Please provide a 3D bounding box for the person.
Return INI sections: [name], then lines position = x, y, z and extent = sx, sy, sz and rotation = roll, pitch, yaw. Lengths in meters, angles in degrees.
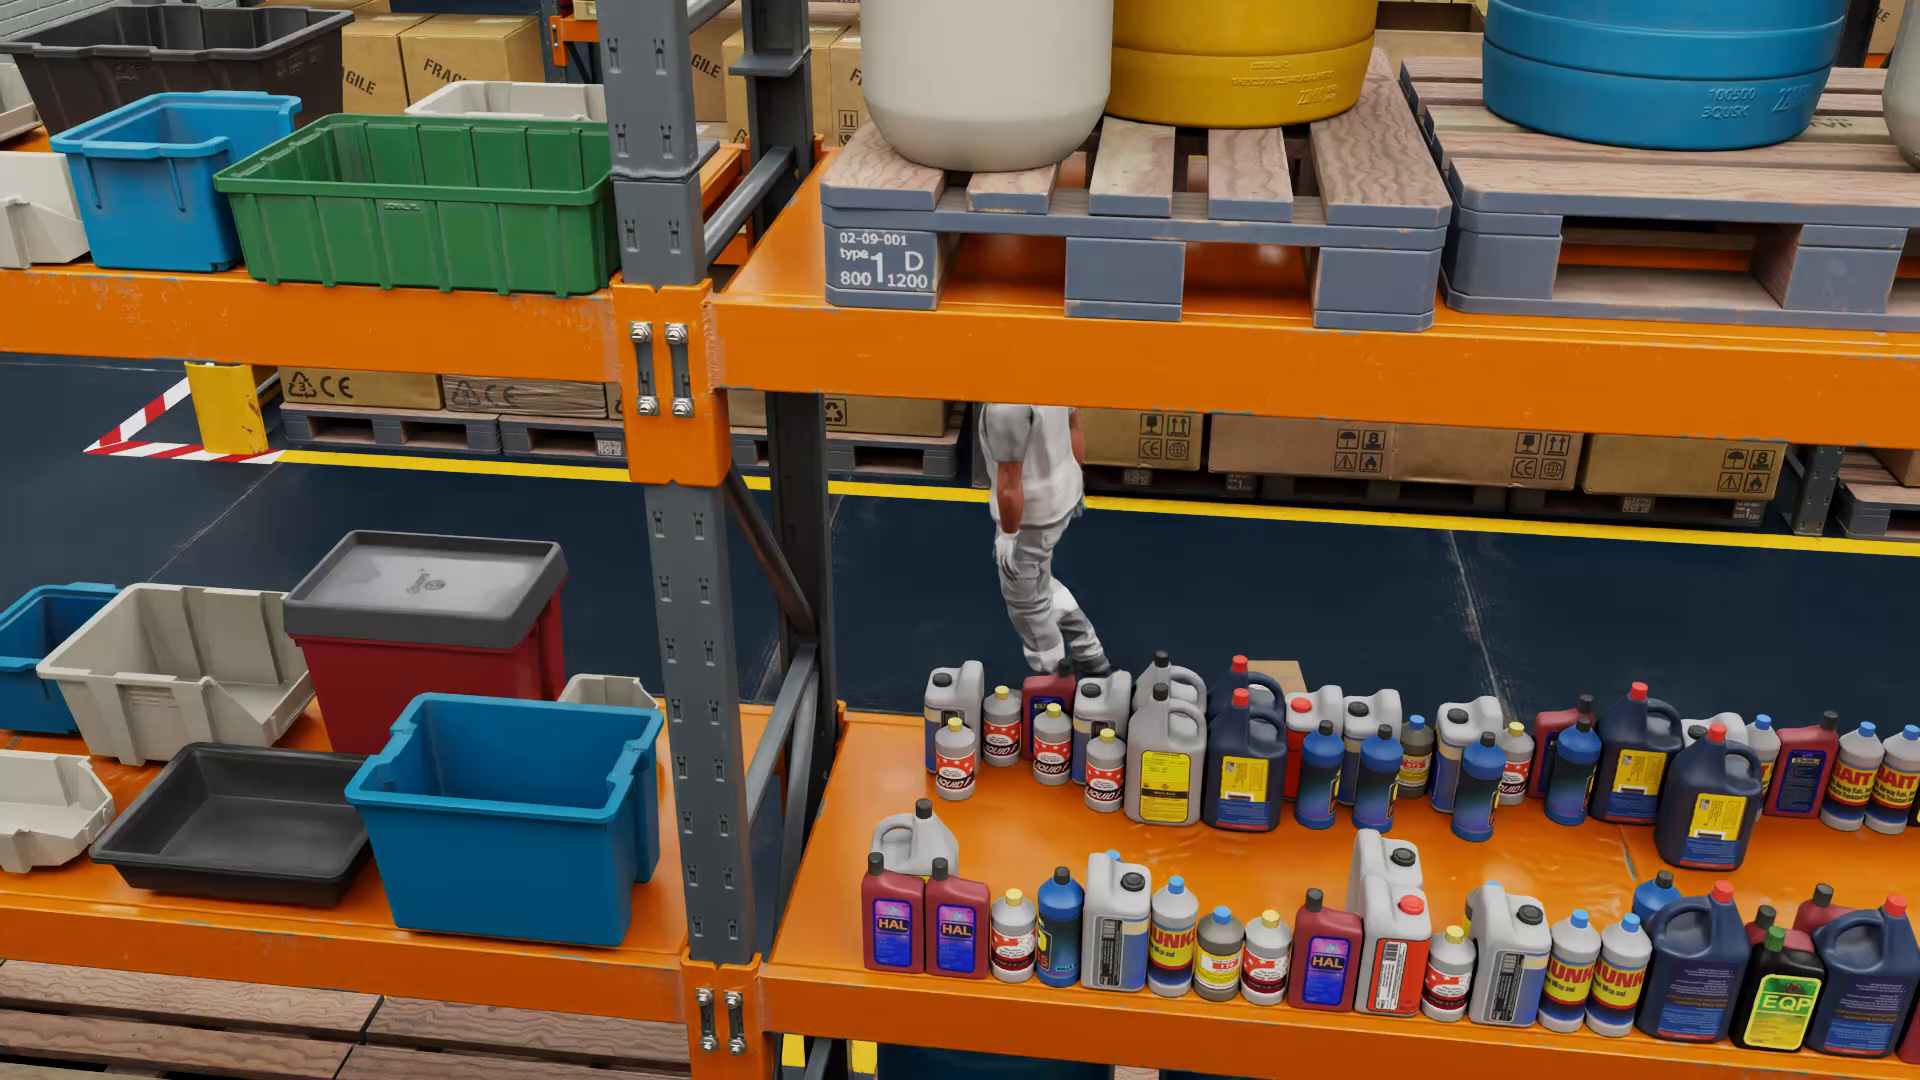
[person]
position = 0.306, -0.108, 6.279
extent = 0.537, 1.779, 0.587
rotation = 13, 31, 23
